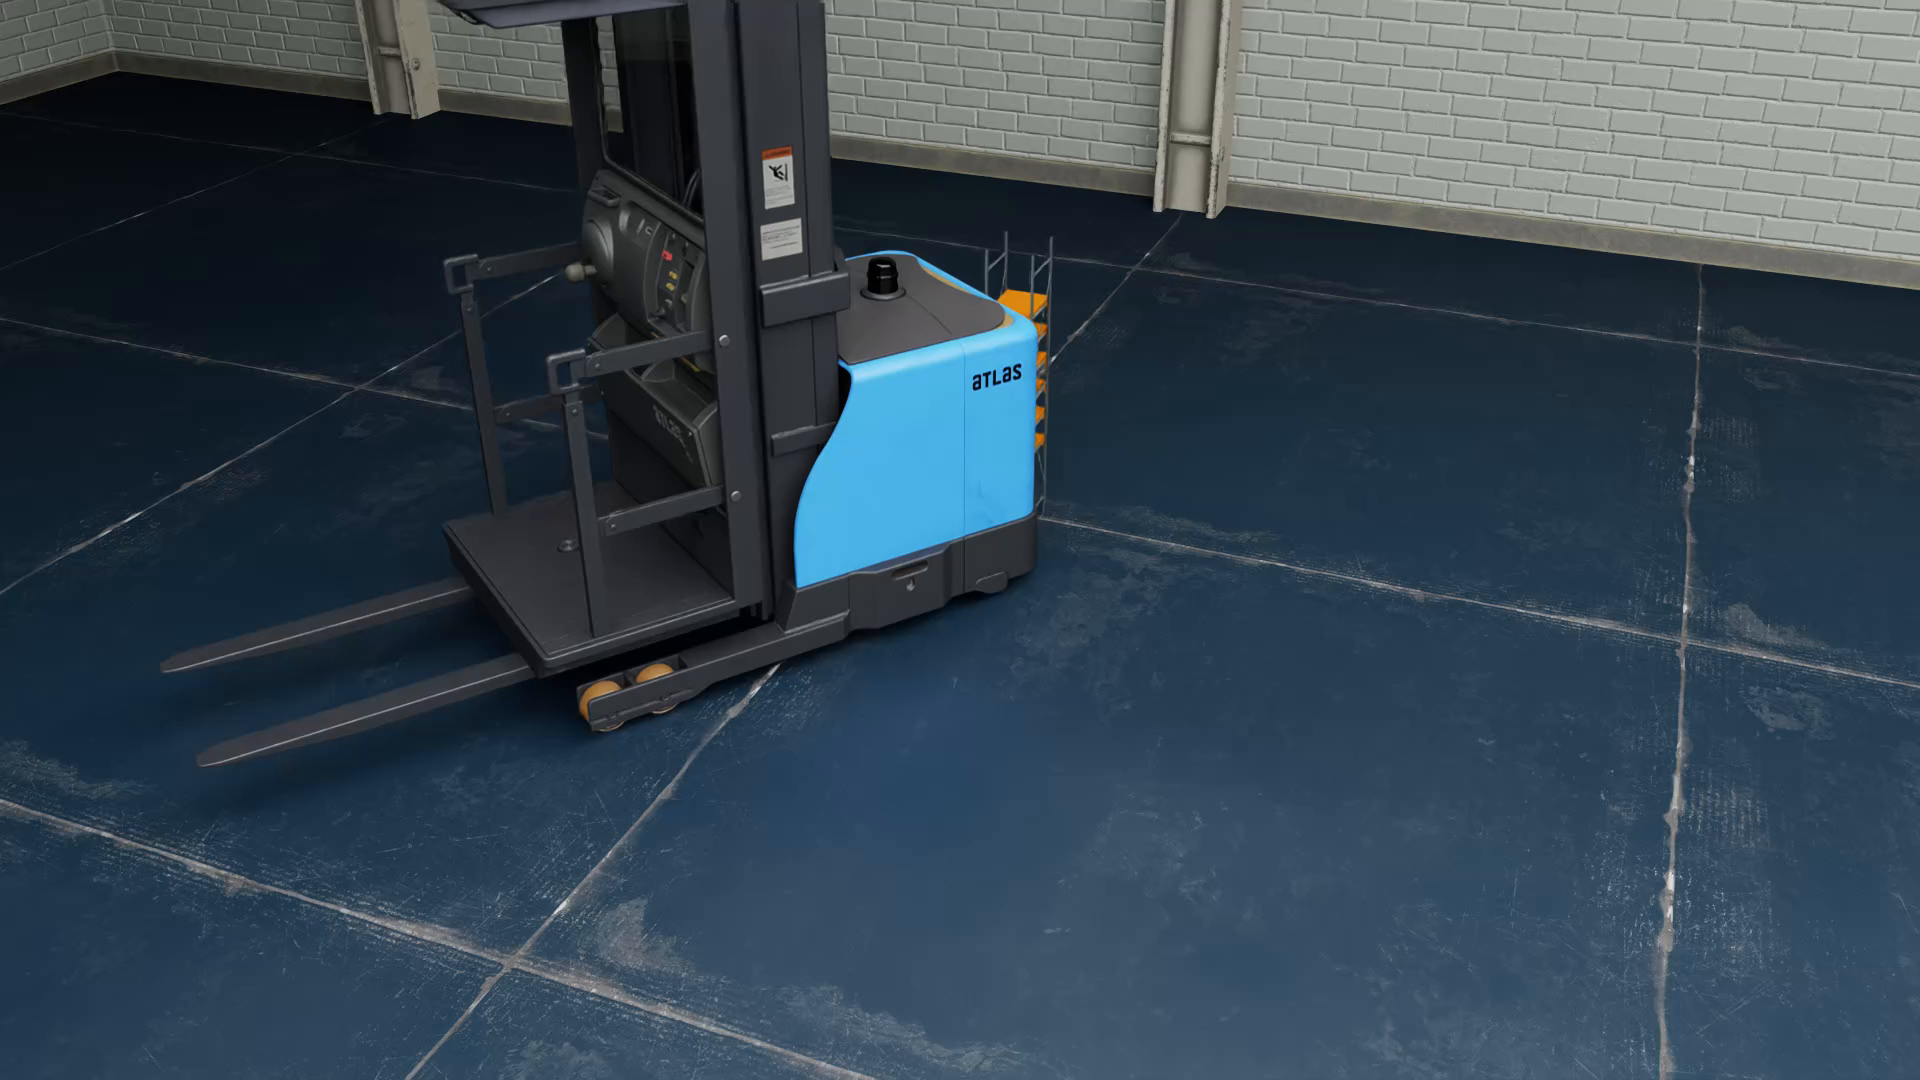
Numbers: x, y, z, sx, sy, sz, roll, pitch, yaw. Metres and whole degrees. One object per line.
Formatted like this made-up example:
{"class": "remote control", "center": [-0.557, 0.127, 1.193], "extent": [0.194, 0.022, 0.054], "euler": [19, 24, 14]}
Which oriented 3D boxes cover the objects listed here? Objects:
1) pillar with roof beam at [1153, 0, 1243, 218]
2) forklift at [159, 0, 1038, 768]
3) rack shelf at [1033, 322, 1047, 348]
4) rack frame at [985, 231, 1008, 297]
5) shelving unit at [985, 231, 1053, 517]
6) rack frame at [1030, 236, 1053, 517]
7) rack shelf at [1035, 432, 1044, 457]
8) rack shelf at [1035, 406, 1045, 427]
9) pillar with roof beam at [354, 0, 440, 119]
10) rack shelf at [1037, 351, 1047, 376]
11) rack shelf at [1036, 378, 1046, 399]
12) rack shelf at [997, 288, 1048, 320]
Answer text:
{"class": "pillar with roof beam", "center": [-0.175, -4.044, 4.760], "extent": [0.400, 9.000, 9.100], "euler": [11, 31, 19]}
{"class": "forklift", "center": [-1.224, -0.927, 5.412], "extent": [3.031, 2.935, 1.130], "euler": [-17, 34, -28]}
{"class": "rack shelf", "center": [0.225, -0.772, 6.499], "extent": [0.180, 0.103, 0.258], "euler": [11, 31, 18]}
{"class": "rack frame", "center": [0.139, -0.618, 6.623], "extent": [0.006, 1.200, 0.240], "euler": [11, 31, 18]}
{"class": "shelving unit", "center": [0.224, -0.602, 6.595], "extent": [0.189, 1.200, 0.258], "euler": [11, 31, 18]}
{"class": "rack frame", "center": [0.310, -0.586, 6.567], "extent": [0.006, 1.200, 0.240], "euler": [11, 31, 18]}
{"class": "rack shelf", "center": [0.224, -0.354, 6.735], "extent": [0.180, 0.103, 0.258], "euler": [11, 31, 18]}
{"class": "rack shelf", "center": [0.224, -0.459, 6.676], "extent": [0.180, 0.103, 0.258], "euler": [11, 31, 18]}
{"class": "pillar with roof beam", "center": [-5.735, -5.154, 6.724], "extent": [0.400, 9.000, 9.100], "euler": [11, 31, 19]}
{"class": "rack shelf", "center": [0.224, -0.667, 6.558], "extent": [0.180, 0.103, 0.258], "euler": [11, 31, 18]}
{"class": "rack shelf", "center": [0.224, -0.563, 6.617], "extent": [0.180, 0.103, 0.258], "euler": [11, 31, 18]}
{"class": "rack shelf", "center": [0.225, -0.876, 6.440], "extent": [0.180, 0.103, 0.258], "euler": [11, 31, 18]}
